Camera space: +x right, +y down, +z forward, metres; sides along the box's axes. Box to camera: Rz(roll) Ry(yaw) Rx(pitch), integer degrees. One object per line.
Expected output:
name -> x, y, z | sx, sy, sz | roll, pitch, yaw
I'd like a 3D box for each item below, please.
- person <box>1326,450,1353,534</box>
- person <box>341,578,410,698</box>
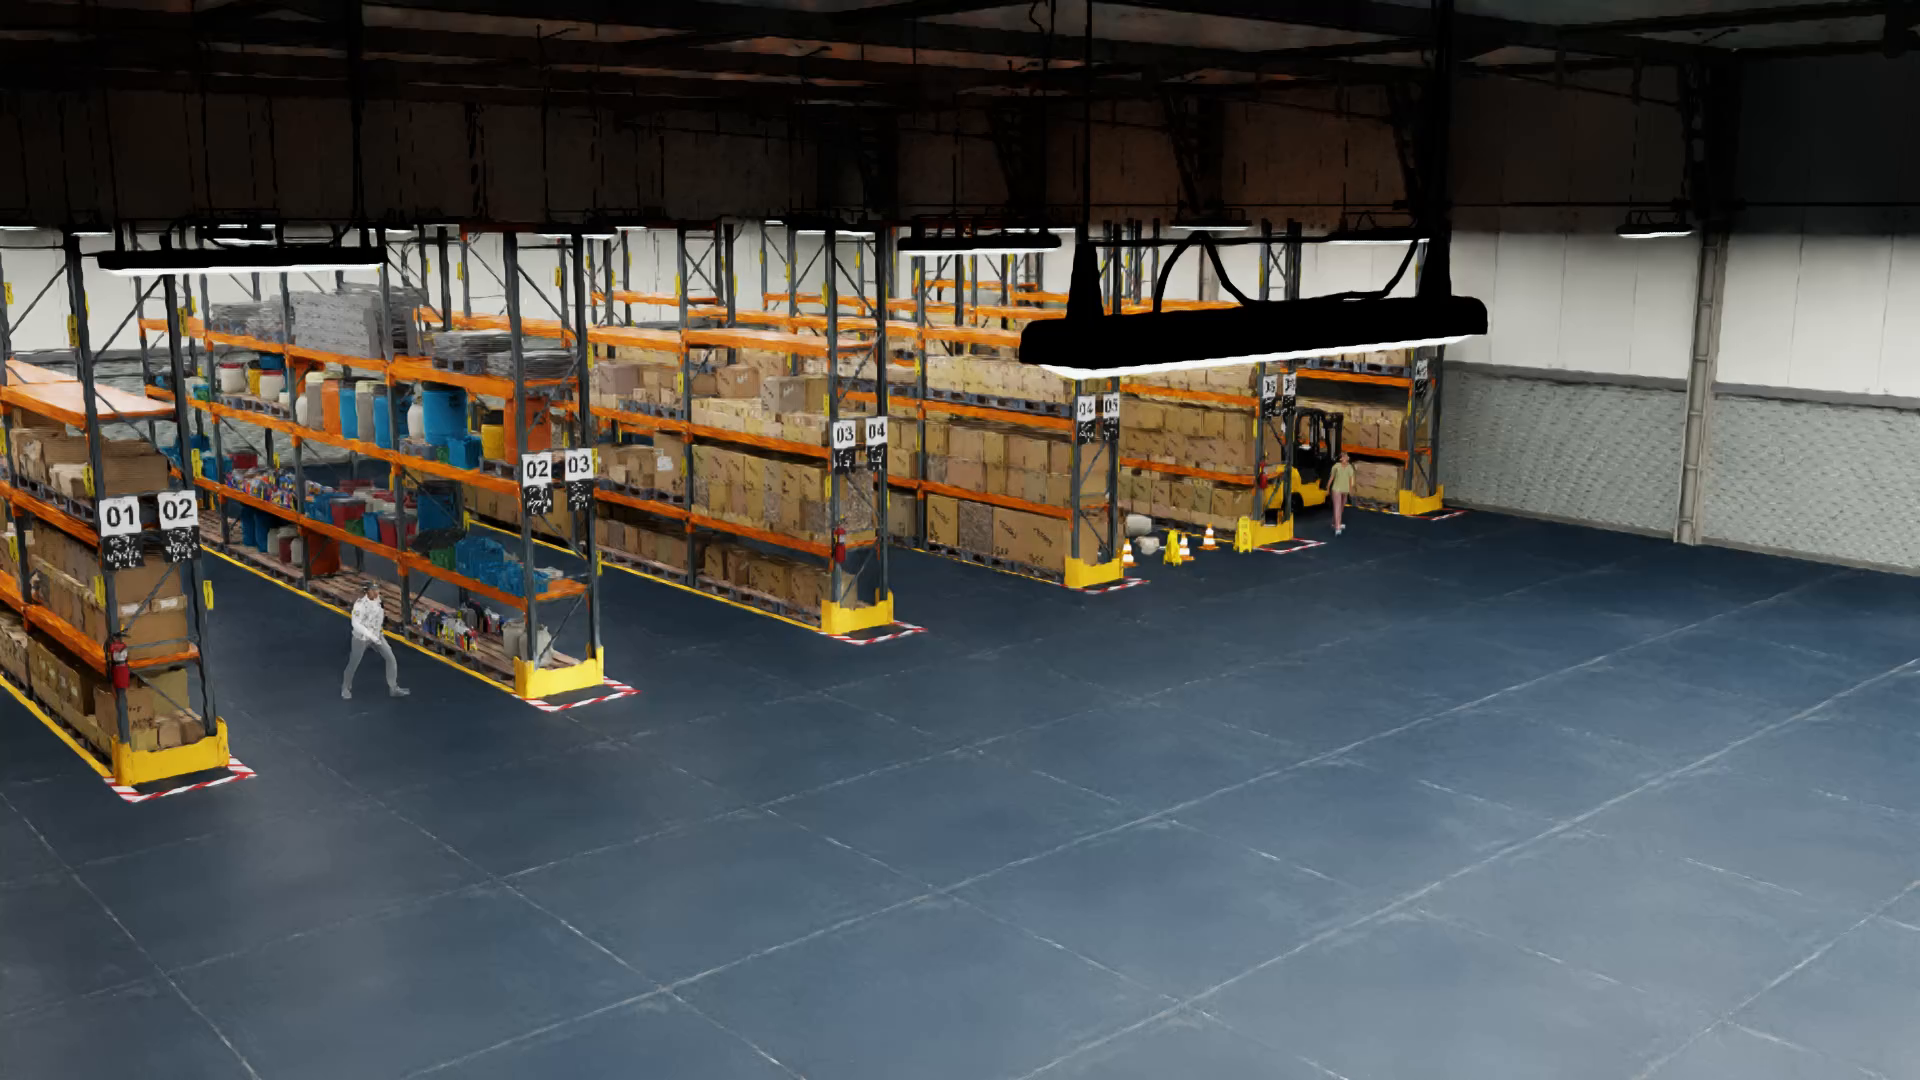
person -> 7.450, -0.956, 32.470 | 0.488, 1.621, 0.929 | -3, 12, -12
person -> -7.670, 1.255, 21.541 | 0.813, 1.607, 0.638 | 7, 13, 31
